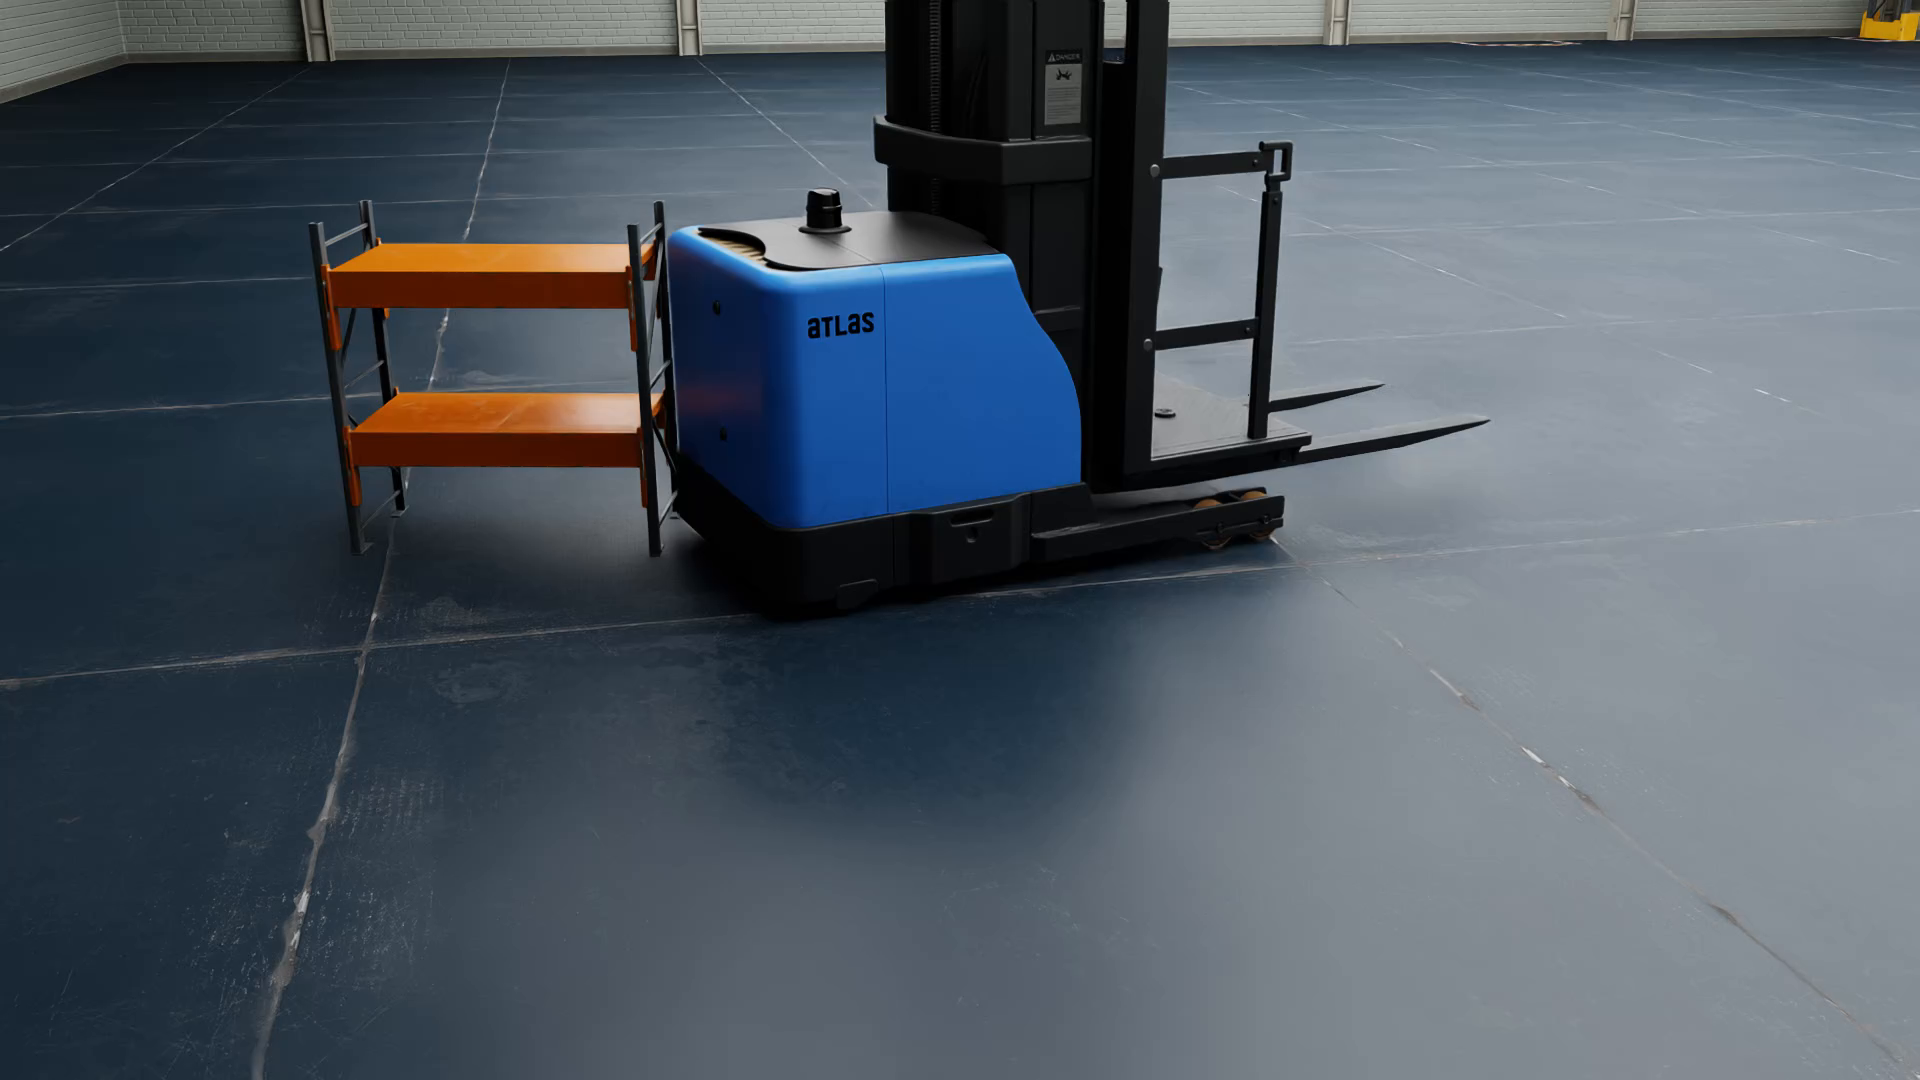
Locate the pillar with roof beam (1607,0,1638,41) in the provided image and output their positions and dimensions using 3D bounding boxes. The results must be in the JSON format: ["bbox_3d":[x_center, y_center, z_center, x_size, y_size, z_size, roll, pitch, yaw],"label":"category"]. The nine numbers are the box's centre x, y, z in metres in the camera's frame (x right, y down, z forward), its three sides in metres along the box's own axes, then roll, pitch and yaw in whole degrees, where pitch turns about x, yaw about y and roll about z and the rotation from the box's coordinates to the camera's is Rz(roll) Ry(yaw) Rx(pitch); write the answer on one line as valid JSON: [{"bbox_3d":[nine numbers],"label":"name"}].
[{"bbox_3d":[13.870,-12.555,27.006,0.400,9.000,9.100,-5,21,-12],"label":"pillar with roof beam"}]

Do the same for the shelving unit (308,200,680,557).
[{"bbox_3d":[-1.546,-0.559,5.706,1.048,1.125,0.538,0,20,1],"label":"shelving unit"}]

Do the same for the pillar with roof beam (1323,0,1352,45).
[{"bbox_3d":[8.031,-12.080,25.709,0.400,9.000,9.100,-5,21,-12],"label":"pillar with roof beam"}]

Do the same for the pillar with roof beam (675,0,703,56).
[{"bbox_3d":[-3.647,-11.130,23.116,0.400,9.000,9.100,-5,21,-12],"label":"pillar with roof beam"}]

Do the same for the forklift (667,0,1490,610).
[{"bbox_3d":[0.561,-1.499,5.644,3.031,2.935,1.130,-10,22,-26],"label":"forklift"}]

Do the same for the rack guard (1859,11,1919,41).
[{"bbox_3d":[18.310,-10.141,32.772,0.348,0.500,1.175,-5,21,-12],"label":"rack guard"}]

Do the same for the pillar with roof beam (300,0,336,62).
[{"bbox_3d":[-9.486,-10.655,21.820,0.400,9.000,9.100,-5,21,-12],"label":"pillar with roof beam"}]

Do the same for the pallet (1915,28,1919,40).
[{"bbox_3d":[19.109,-10.058,32.965,1.213,0.211,1.003,-5,21,-12],"label":"pallet"}]

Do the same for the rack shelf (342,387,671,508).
[{"bbox_3d":[-1.546,-0.330,5.790,1.000,0.278,0.538,0,20,1],"label":"rack shelf"}]

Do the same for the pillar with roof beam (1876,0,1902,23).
[{"bbox_3d":[19.709,-13.030,28.302,0.400,9.000,9.100,-5,21,-12],"label":"pillar with roof beam"}]

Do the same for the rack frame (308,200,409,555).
[{"bbox_3d":[-2.054,-0.562,5.712,0.032,1.125,0.500,0,20,1],"label":"rack frame"}]

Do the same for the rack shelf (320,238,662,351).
[{"bbox_3d":[-1.546,-0.834,5.606,1.000,0.278,0.538,0,20,1],"label":"rack shelf"}]

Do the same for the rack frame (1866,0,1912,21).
[{"bbox_3d":[18.236,-11.309,32.326,0.127,3.000,1.000,-5,21,-12],"label":"rack frame"}]

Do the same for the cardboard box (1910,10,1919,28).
[{"bbox_3d":[18.930,-10.278,32.780,0.500,0.311,0.500,-7,21,-19],"label":"cardboard box"}]

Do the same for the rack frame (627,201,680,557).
[{"bbox_3d":[-1.038,-0.557,5.700,0.032,1.125,0.500,0,20,1],"label":"rack frame"}]
